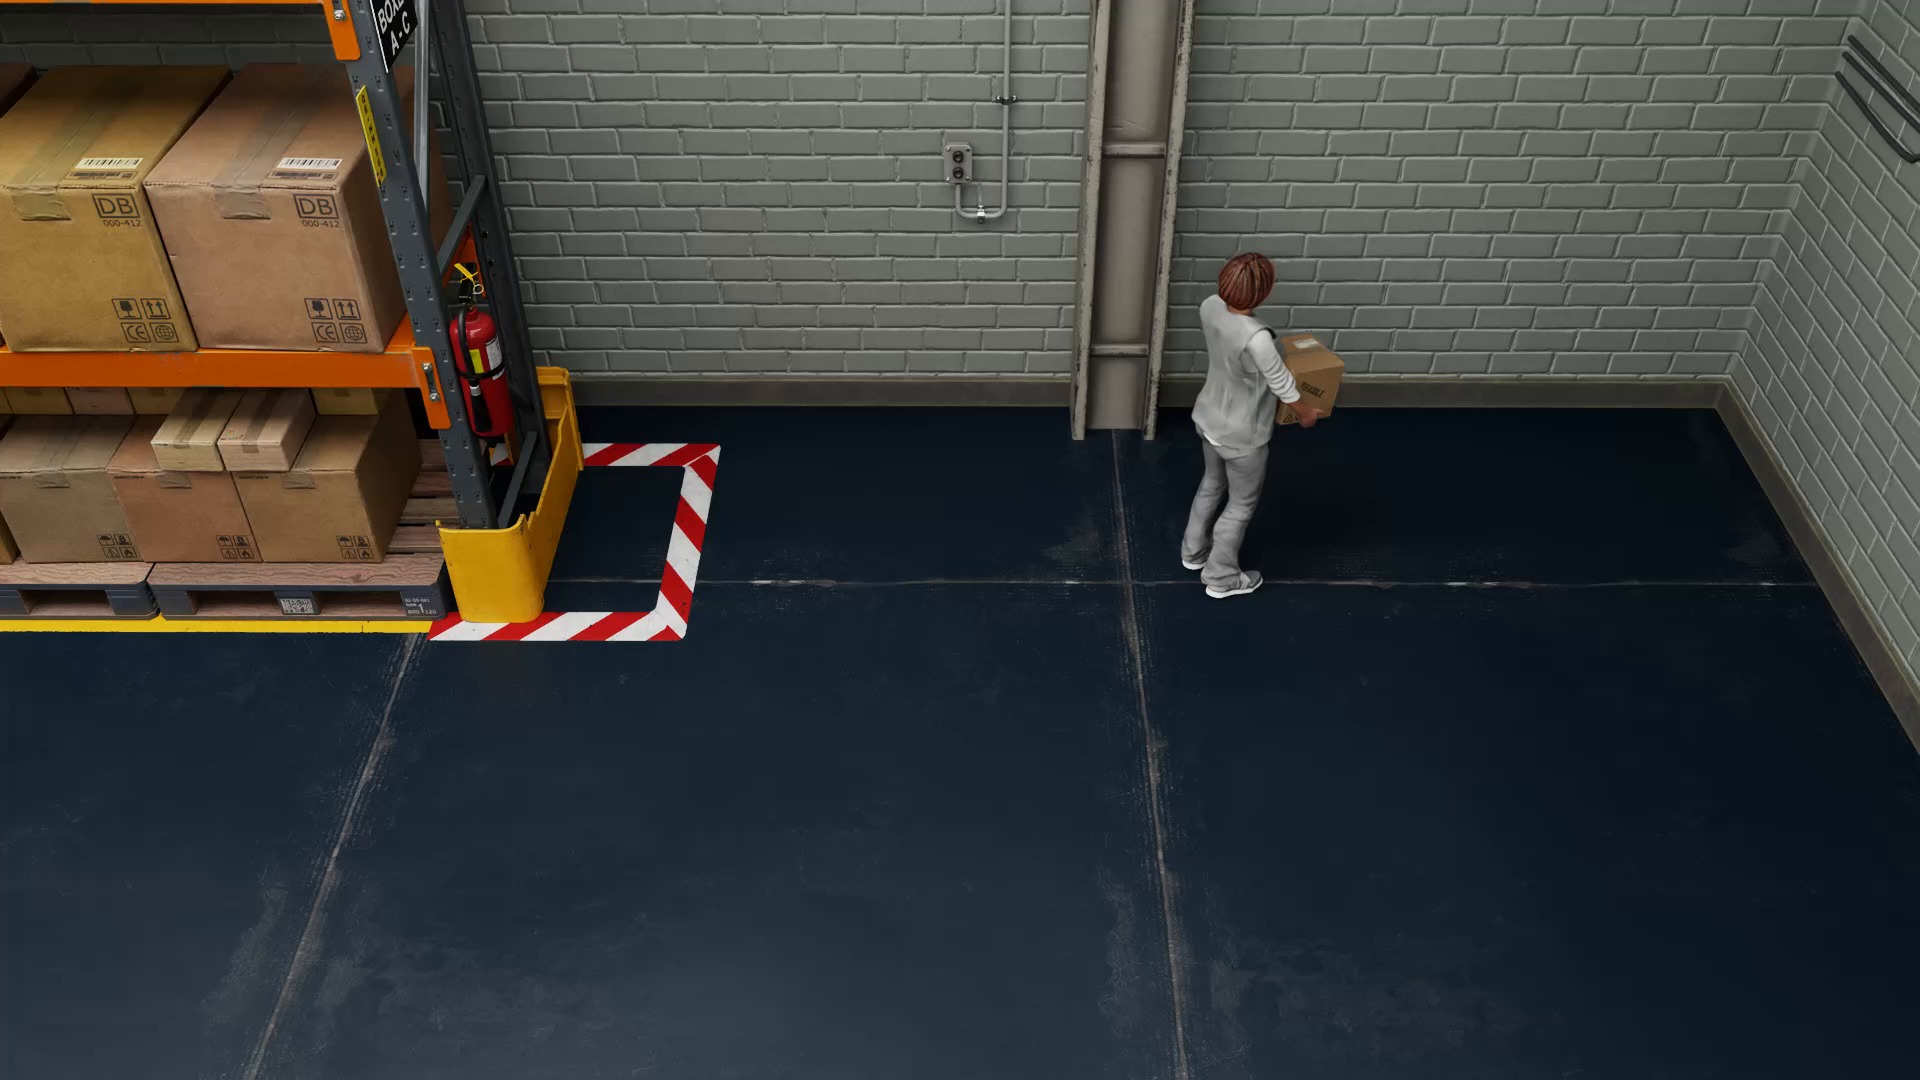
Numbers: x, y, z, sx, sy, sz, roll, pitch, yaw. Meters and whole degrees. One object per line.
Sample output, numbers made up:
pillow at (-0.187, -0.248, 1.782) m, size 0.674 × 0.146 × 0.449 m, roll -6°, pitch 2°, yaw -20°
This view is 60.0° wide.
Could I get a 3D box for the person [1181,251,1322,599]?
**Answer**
person at (1.173, -0.481, 6.731) m, size 0.489 × 1.596 × 0.425 m, roll -17°, pitch 43°, yaw -19°
